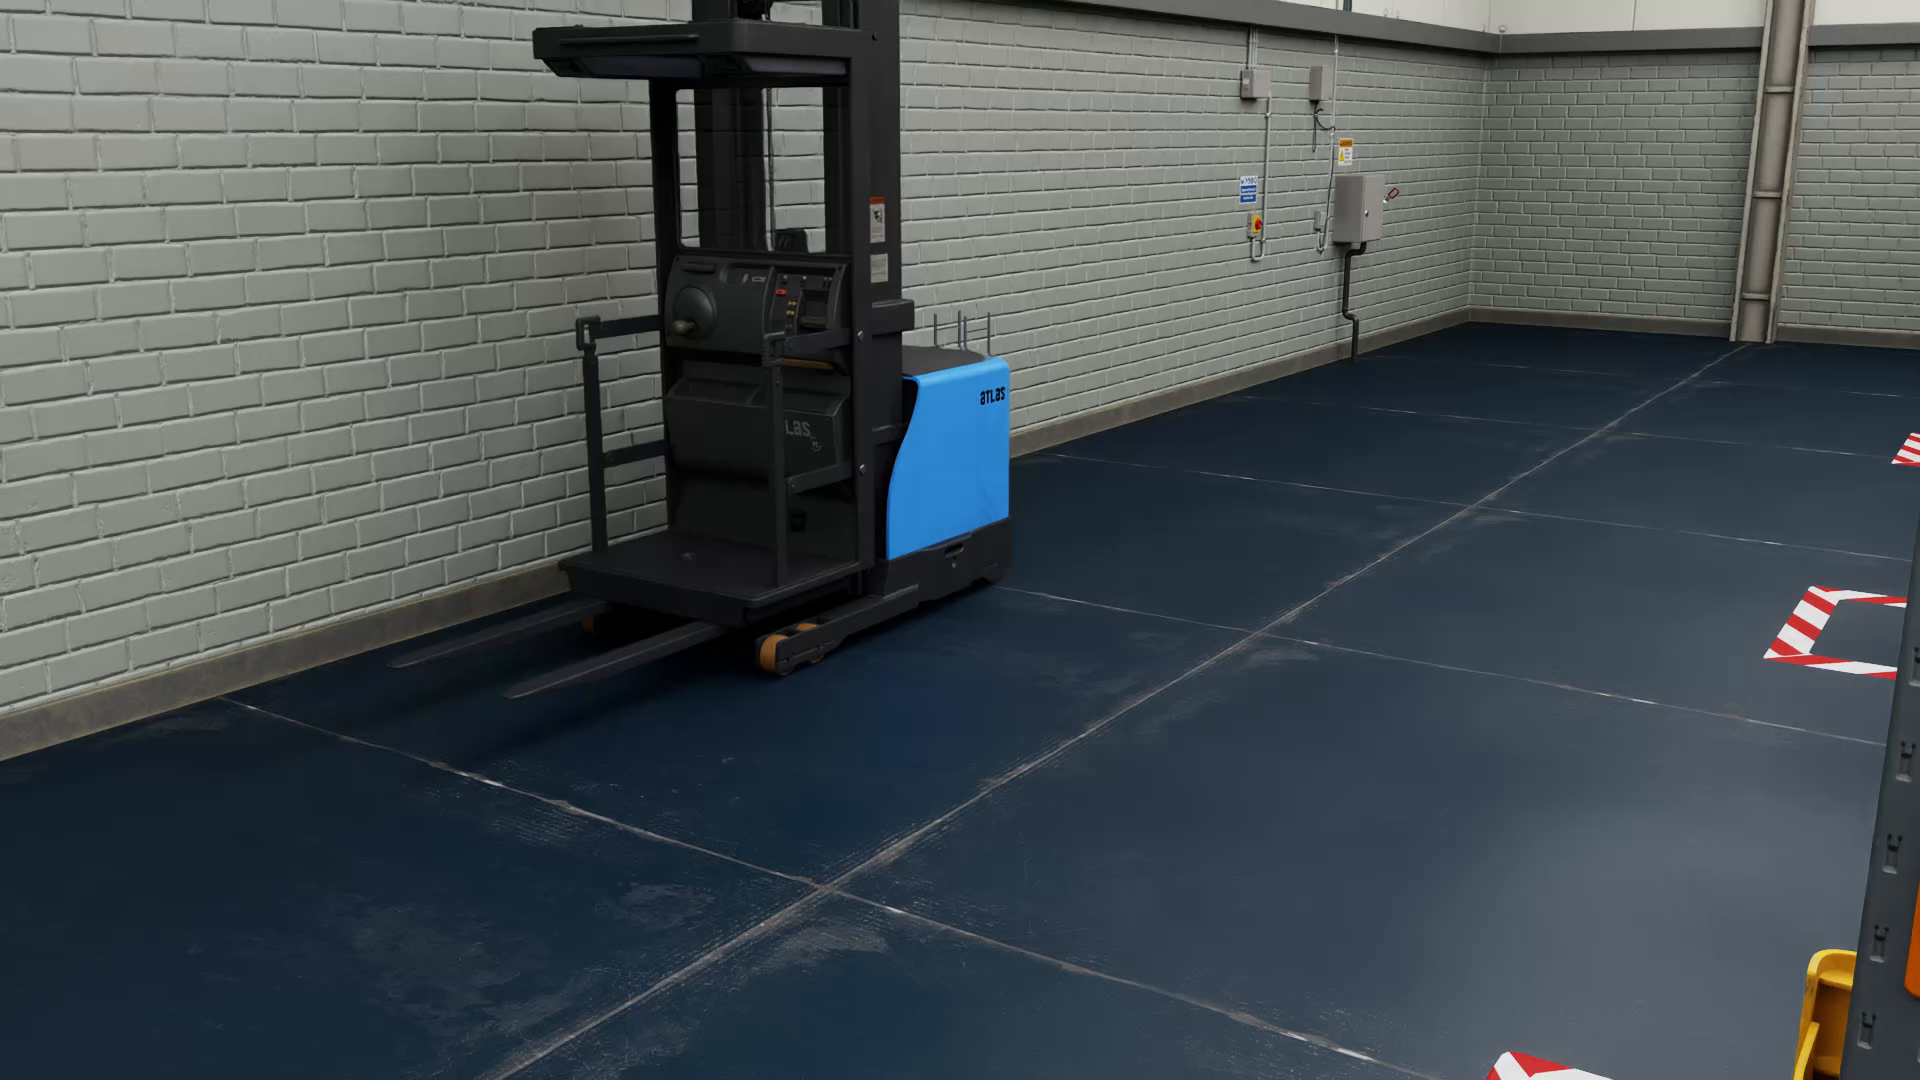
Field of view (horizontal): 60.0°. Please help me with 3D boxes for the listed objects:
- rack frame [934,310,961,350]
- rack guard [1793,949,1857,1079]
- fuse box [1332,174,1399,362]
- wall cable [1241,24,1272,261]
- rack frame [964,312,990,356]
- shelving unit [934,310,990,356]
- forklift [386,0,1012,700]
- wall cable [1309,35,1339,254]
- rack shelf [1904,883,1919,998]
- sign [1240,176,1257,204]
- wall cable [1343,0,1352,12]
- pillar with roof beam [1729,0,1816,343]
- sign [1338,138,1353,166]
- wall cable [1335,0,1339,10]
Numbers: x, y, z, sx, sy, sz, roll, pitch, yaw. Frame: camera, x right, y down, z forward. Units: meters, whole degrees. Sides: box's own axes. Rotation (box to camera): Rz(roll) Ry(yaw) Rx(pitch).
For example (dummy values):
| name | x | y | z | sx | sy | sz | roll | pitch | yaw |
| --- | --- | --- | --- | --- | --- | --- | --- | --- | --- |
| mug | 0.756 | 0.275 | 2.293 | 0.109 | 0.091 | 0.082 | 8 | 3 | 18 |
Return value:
| name | x | y | z | sx | sy | sz | roll | pitch | yaw |
| --- | --- | --- | --- | --- | --- | --- | --- | --- | --- |
| rack frame | -0.064 | -0.593 | 8.721 | 0.006 | 1.200 | 0.240 | 9 | 17 | 33 |
| rack guard | 1.574 | 1.208 | 2.901 | 0.348 | 0.500 | 1.175 | 9 | 17 | 33 |
| fuse box | 3.726 | -2.503 | 15.374 | 0.414 | 1.711 | 0.539 | 9 | 17 | 33 |
| wall cable | 2.432 | -3.238 | 13.480 | 0.123 | 1.953 | 0.585 | 9 | 17 | 33 |
| rack frame | 0.088 | -0.568 | 8.622 | 0.006 | 1.200 | 0.240 | 9 | 17 | 33 |
| shelving unit | 0.012 | -0.580 | 8.671 | 0.189 | 1.200 | 0.258 | 9 | 17 | 33 |
| forklift | -0.982 | -1.010 | 6.803 | 1.130 | 2.935 | 3.031 | 9 | 17 | 32 |
| wall cable | 3.214 | -3.507 | 14.633 | 0.122 | 1.984 | 0.588 | 9 | 17 | 33 |
| rack shelf | 3.253 | 0.616 | 1.591 | 4.000 | 0.370 | 1.077 | 9 | 17 | 33 |
| sign | 2.355 | -2.859 | 13.568 | 0.001 | 0.218 | 0.327 | 9 | 17 | 33 |
| wall cable | 4.255 | -6.315 | 15.527 | 0.133 | 3.039 | 2.988 | 9 | 17 | 33 |
| pillar with roof beam | 5.755 | -5.563 | 12.568 | 0.400 | 9.000 | 9.100 | 9 | 17 | 33 |
| sign | 3.523 | -3.546 | 15.187 | 0.001 | 0.242 | 0.339 | 9 | 17 | 33 |
| wall cable | 2.669 | -5.746 | 13.308 | 0.029 | 3.000 | 2.355 | 9 | 17 | 33 |
